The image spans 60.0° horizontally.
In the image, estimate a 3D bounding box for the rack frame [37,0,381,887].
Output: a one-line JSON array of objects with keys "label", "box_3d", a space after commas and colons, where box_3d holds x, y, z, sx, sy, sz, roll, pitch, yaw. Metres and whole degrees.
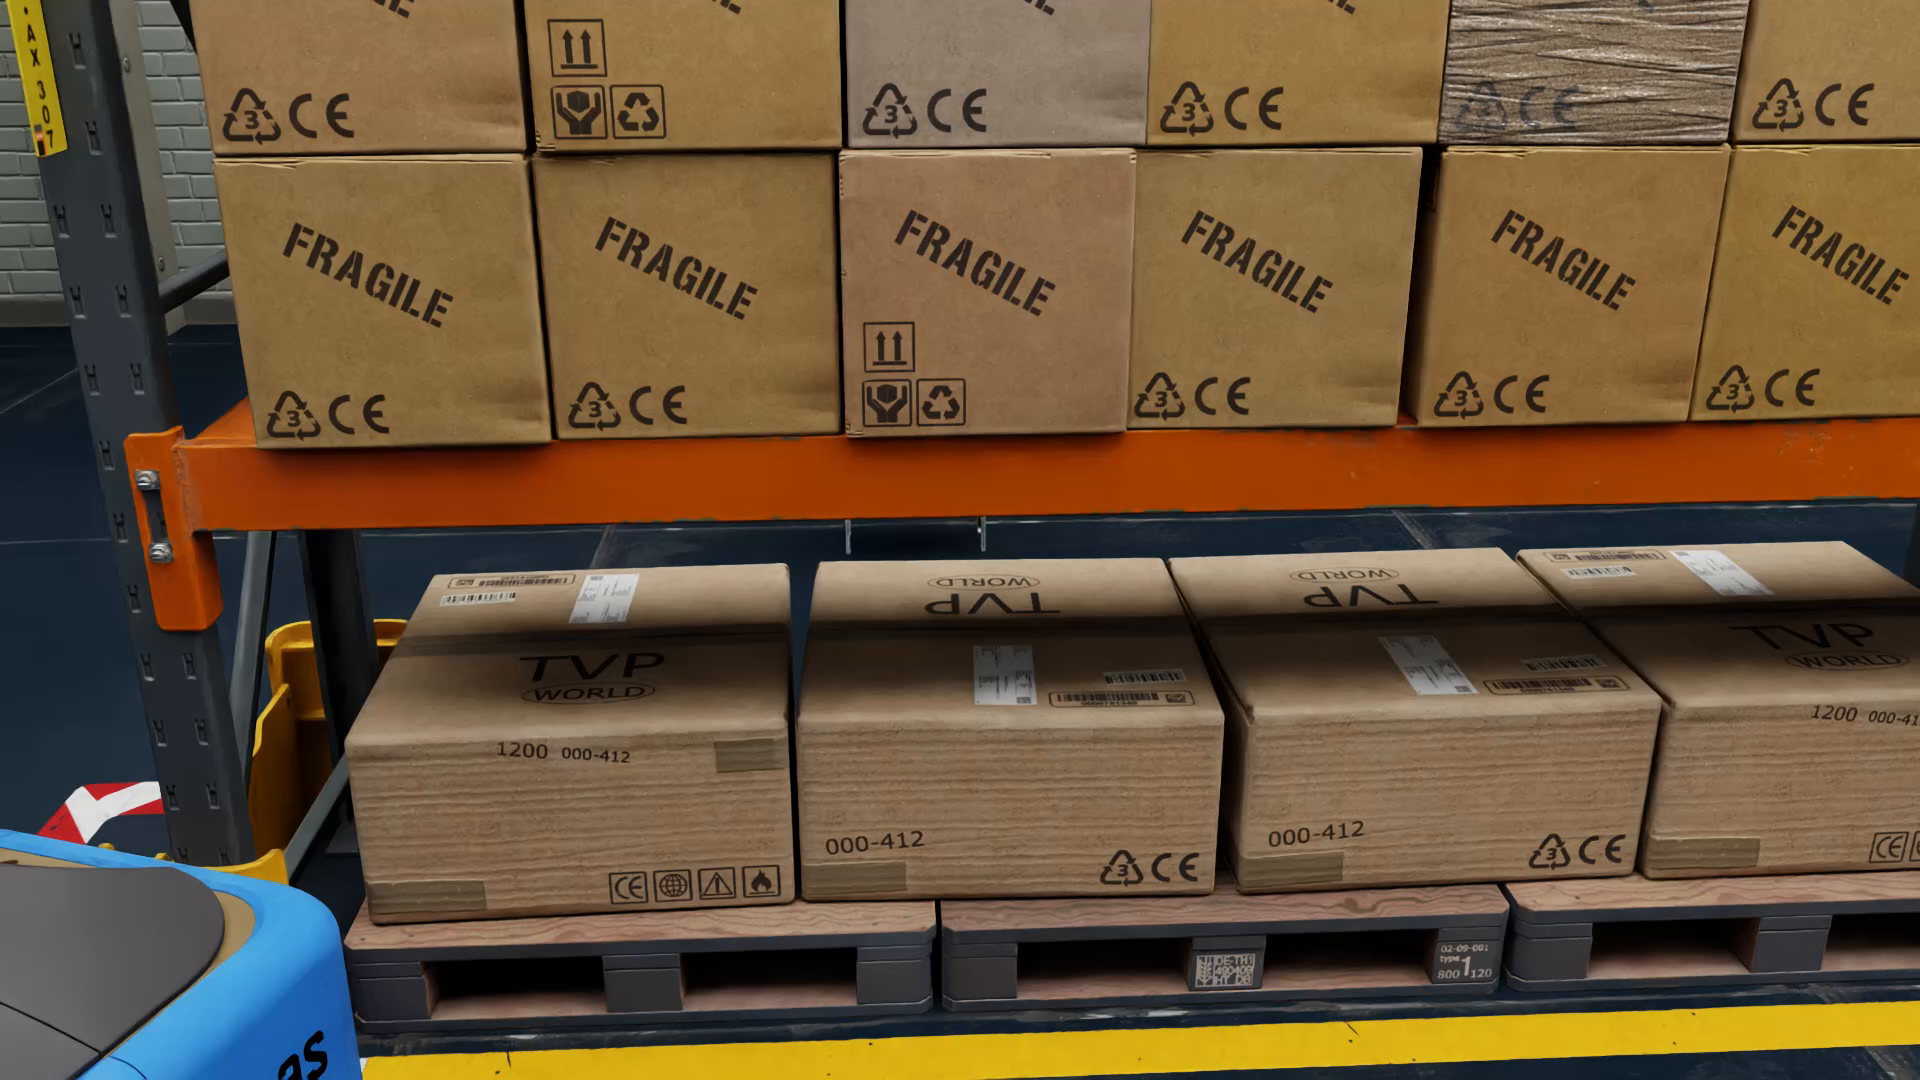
[{"label": "rack frame", "box_3d": [-1.476, -0.526, 3.286, 0.127, 3.000, 1.000, -1, 21, -3]}]

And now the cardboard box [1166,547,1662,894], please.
[{"label": "cardboard box", "box_3d": [0.991, 0.387, 3.899, 0.875, 0.438, 0.875, -2, 21, -5]}]

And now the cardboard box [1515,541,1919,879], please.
[{"label": "cardboard box", "box_3d": [1.885, 0.369, 3.947, 0.875, 0.438, 0.875, -1, 21, -4]}]

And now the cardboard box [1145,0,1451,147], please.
[{"label": "cardboard box", "box_3d": [0.546, -0.985, 2.946, 0.500, 0.500, 0.500, -1, 21, -3]}]

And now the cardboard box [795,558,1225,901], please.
[{"label": "cardboard box", "box_3d": [0.090, 0.405, 3.852, 0.875, 0.438, 0.875, -1, 21, -2]}]

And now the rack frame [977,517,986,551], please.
[{"label": "rack frame", "box_3d": [0.078, -0.562, 5.912, 0.015, 1.200, 0.240, -1, 21, -3]}]

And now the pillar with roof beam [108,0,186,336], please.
[{"label": "pillar with roof beam", "box_3d": [-4.261, -3.829, 3.530, 0.400, 9.000, 9.100, -1, 21, -3]}]

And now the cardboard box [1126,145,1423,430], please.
[{"label": "cardboard box", "box_3d": [0.531, -0.520, 3.131, 0.500, 0.500, 0.500, 0, 21, -1]}]

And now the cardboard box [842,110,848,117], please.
[{"label": "cardboard box", "box_3d": [0.005, -0.695, 3.590, 0.500, 0.500, 0.500, -1, 21, -1]}]

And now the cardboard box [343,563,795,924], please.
[{"label": "cardboard box", "box_3d": [-0.823, 0.427, 3.796, 0.875, 0.438, 0.875, -2, 21, -5]}]

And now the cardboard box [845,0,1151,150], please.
[{"label": "cardboard box", "box_3d": [0.048, -0.974, 2.919, 0.500, 0.500, 0.500, -1, 21, -3]}]

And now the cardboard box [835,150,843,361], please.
[{"label": "cardboard box", "box_3d": [-0.508, -0.681, 3.554, 0.500, 0.500, 0.500, -2, 21, -4]}]

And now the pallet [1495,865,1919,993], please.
[{"label": "pallet", "box_3d": [1.754, 0.684, 4.028, 1.213, 0.211, 1.003, -1, 21, -3]}]

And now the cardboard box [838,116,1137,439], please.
[{"label": "cardboard box", "box_3d": [0.032, -0.504, 3.089, 0.500, 0.500, 0.500, -1, 21, -3]}]

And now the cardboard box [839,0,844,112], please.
[{"label": "cardboard box", "box_3d": [-0.488, -1.155, 3.393, 0.500, 0.500, 0.500, -1, 21, -3]}]

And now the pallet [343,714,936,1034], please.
[{"label": "pallet", "box_3d": [-0.682, 0.734, 3.898, 1.213, 0.211, 1.003, -1, 21, -3]}]

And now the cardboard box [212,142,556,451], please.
[{"label": "cardboard box", "box_3d": [-0.980, -0.480, 3.026, 0.500, 0.500, 0.500, -1, 21, -3]}]

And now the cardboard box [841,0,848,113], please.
[{"label": "cardboard box", "box_3d": [0.006, -1.164, 3.417, 0.500, 0.500, 0.500, -1, 21, -3]}]

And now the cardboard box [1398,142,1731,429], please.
[{"label": "cardboard box", "box_3d": [1.055, -0.526, 3.145, 0.500, 0.500, 0.500, -1, 21, -4]}]

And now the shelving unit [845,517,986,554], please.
[{"label": "shelving unit", "box_3d": [-0.165, -0.557, 5.899, 0.503, 1.200, 0.258, -1, 21, -3]}]

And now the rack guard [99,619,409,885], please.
[{"label": "rack guard", "box_3d": [-1.500, 0.643, 3.729, 0.348, 0.500, 1.175, -1, 21, -3]}]

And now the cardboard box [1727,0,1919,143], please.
[{"label": "cardboard box", "box_3d": [1.555, -1.006, 3.001, 0.500, 0.500, 0.500, -1, 21, -4]}]

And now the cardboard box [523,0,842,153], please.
[{"label": "cardboard box", "box_3d": [-0.465, -0.961, 2.884, 0.500, 0.500, 0.500, -2, 21, -5]}]

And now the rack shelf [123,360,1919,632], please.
[{"label": "rack shelf", "box_3d": [0.521, -0.230, 3.521, 4.000, 0.370, 1.077, -1, 21, -3]}]

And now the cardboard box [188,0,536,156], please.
[{"label": "cardboard box", "box_3d": [-0.980, -0.948, 2.850, 0.500, 0.500, 0.500, -2, 21, -4]}]

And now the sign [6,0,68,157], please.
[{"label": "sign", "box_3d": [-1.450, -0.770, 2.600, 0.005, 0.325, 0.100, -1, 21, -3]}]

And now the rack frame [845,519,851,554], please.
[{"label": "rack frame", "box_3d": [-0.409, -0.552, 5.886, 0.015, 1.200, 0.240, -1, 21, -3]}]

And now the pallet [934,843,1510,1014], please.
[{"label": "pallet", "box_3d": [0.533, 0.710, 3.960, 1.213, 0.211, 1.003, -1, 21, -3]}]

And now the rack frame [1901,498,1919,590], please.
[{"label": "rack frame", "box_3d": [2.518, -0.607, 3.499, 0.127, 3.000, 1.000, -1, 21, -3]}]

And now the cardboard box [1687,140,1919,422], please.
[{"label": "cardboard box", "box_3d": [1.556, -0.541, 3.186, 0.500, 0.500, 0.500, -2, 21, -4]}]

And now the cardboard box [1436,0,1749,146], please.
[{"label": "cardboard box", "box_3d": [1.048, -0.992, 2.965, 0.500, 0.500, 0.500, -1, 21, -2]}]

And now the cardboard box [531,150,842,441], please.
[{"label": "cardboard box", "box_3d": [-0.477, -0.500, 3.079, 0.500, 0.500, 0.500, -1, 21, -4]}]
